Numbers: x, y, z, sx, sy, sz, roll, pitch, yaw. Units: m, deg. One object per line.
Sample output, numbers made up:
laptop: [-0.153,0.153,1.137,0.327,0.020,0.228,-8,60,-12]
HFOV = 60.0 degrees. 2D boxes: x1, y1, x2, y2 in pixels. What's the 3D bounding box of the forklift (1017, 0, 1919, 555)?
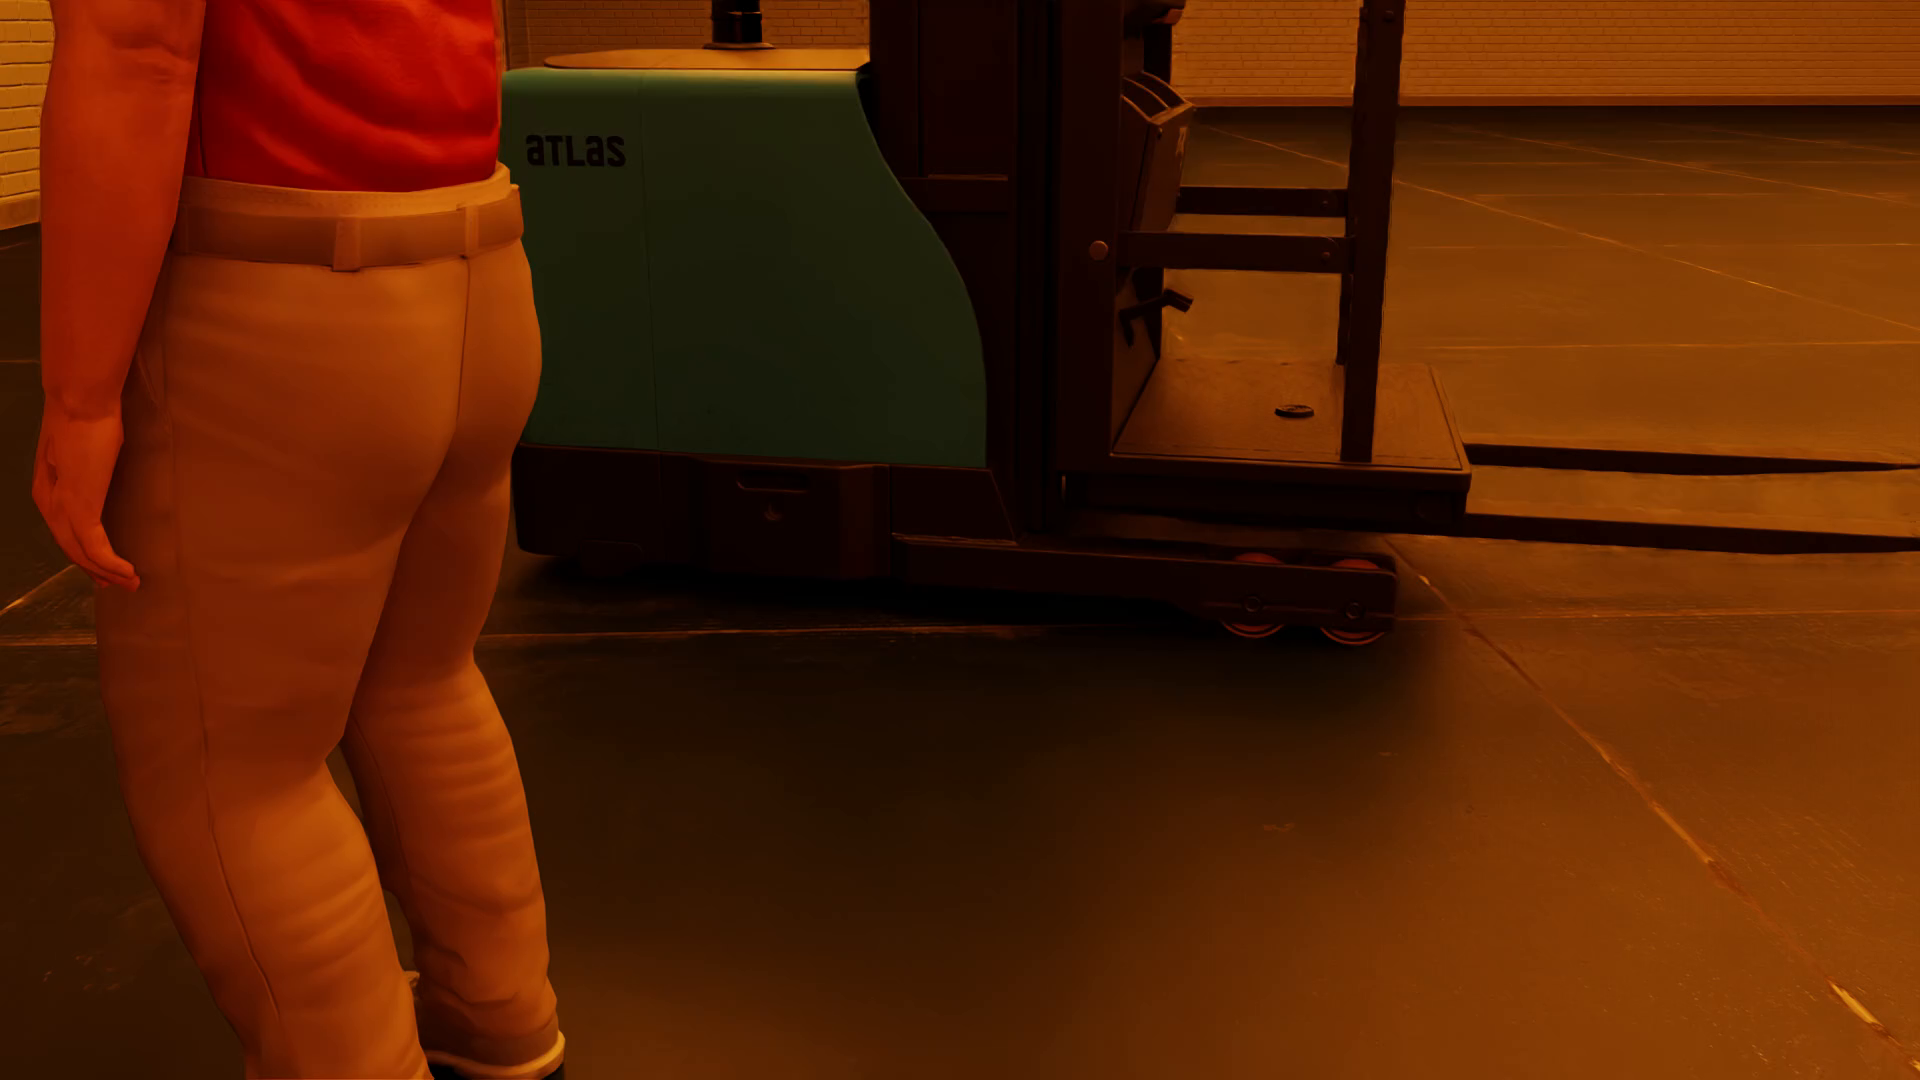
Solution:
forklift: [0.671,-1.333,3.373,2.884,2.867,1.101,3,17,11]
